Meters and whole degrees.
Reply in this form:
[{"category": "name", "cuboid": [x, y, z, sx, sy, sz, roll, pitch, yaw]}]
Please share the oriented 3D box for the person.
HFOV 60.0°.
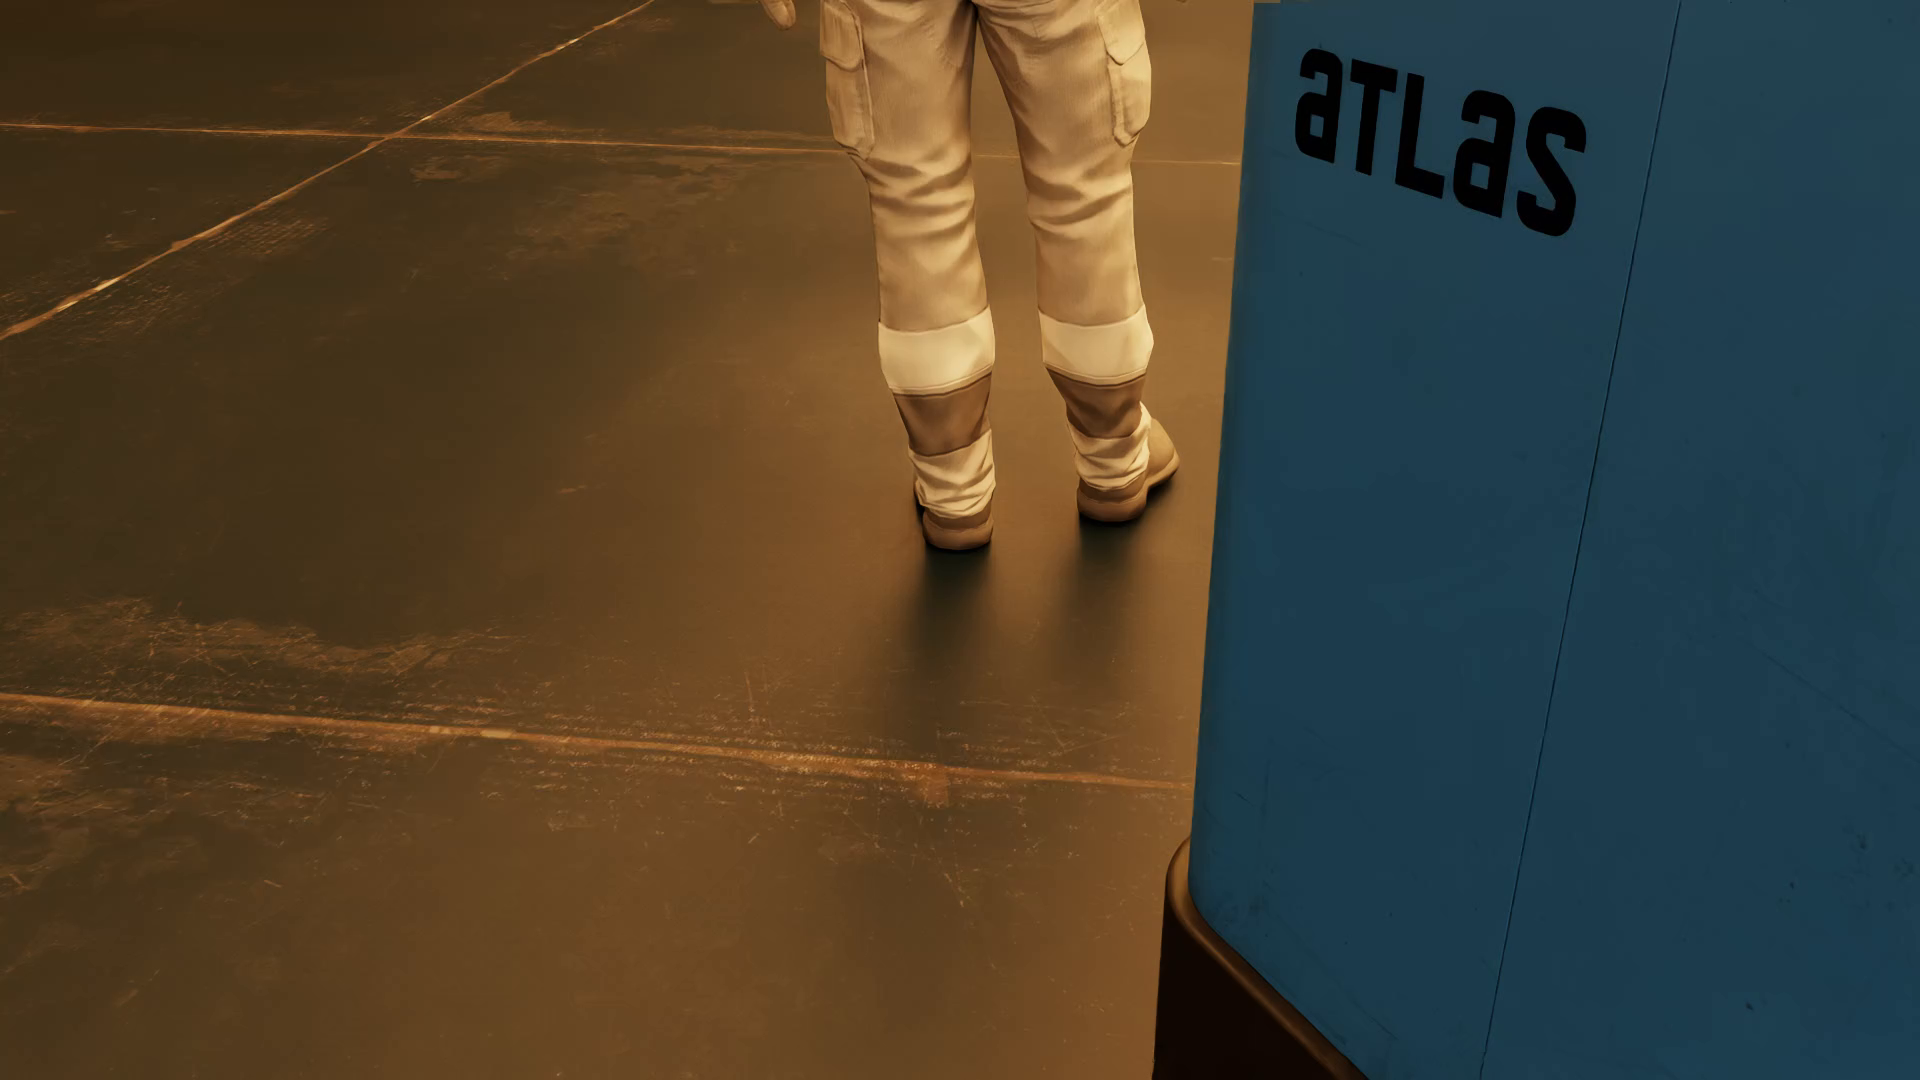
[{"category": "person", "cuboid": [0.023, -0.840, 2.168, 0.638, 1.783, 0.563, 3, 27, 7]}]
